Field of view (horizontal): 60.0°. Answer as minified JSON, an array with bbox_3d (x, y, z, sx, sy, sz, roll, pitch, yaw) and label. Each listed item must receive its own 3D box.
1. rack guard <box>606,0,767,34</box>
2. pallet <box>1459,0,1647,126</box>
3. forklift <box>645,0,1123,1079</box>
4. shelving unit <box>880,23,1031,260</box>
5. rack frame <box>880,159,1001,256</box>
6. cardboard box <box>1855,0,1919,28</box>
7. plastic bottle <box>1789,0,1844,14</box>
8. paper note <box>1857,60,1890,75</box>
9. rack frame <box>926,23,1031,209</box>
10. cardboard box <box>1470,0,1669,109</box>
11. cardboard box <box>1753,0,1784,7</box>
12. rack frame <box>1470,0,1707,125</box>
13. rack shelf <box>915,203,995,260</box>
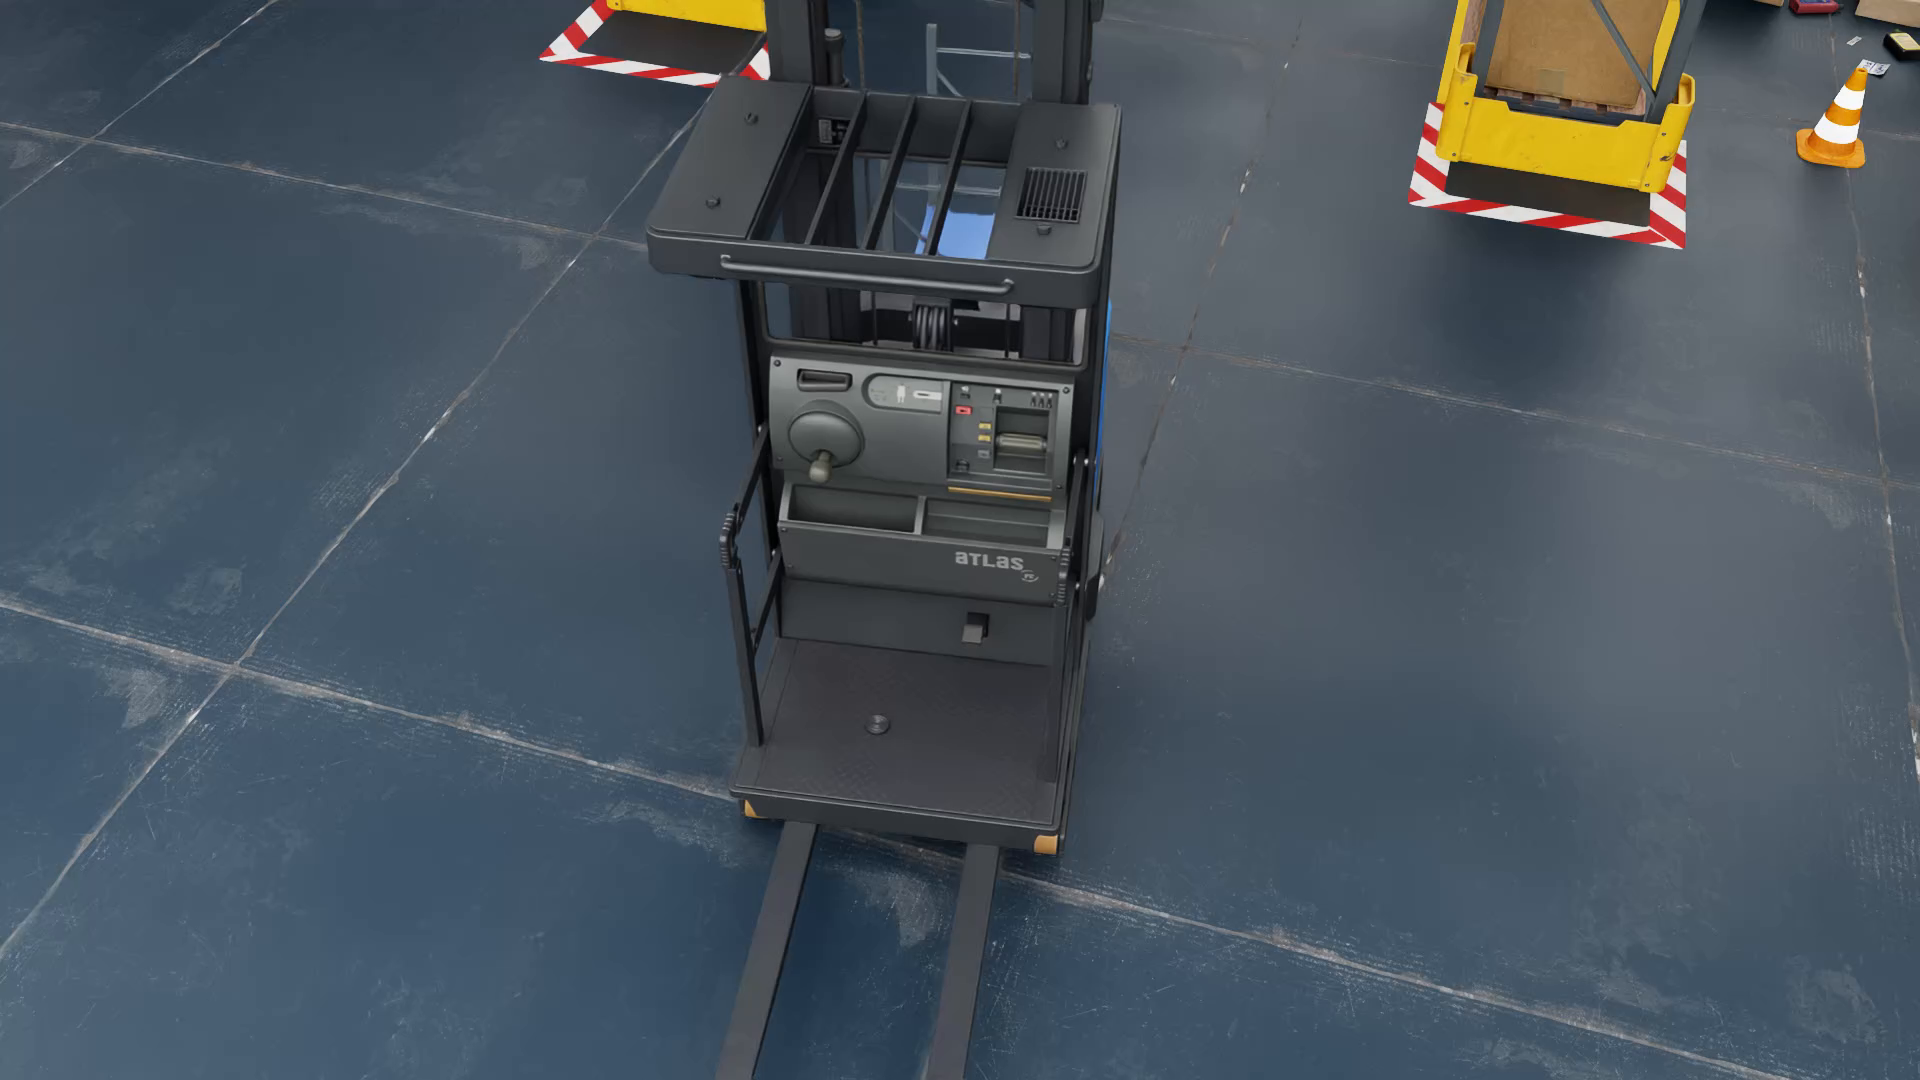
[{"bbox_3d":[-1.543,-3.380,9.847,1.175,0.500,0.348,13,46,13],"label":"rack guard"},{"bbox_3d":[3.298,-2.658,9.315,1.003,0.211,1.213,13,46,13],"label":"pallet"},{"bbox_3d":[7.895,-4.167,8.912,15.389,2.935,16.483,6,45,6],"label":"forklift"},{"bbox_3d":[0.037,-1.173,6.877,0.538,1.500,1.048,6,45,6],"label":"shelving unit"},{"bbox_3d":[-0.039,-0.822,6.517,0.500,1.500,0.032,6,45,6],"label":"rack frame"},{"bbox_3d":[5.577,-3.258,9.890,0.396,0.266,0.258,20,48,19],"label":"cardboard box"},{"bbox_3d":[5.153,-3.219,9.996,0.283,0.061,0.133,-2,44,-2],"label":"plastic bottle"},{"bbox_3d":[5.211,-2.701,9.490,0.144,0.017,0.142,28,51,26],"label":"paper note"},{"bbox_3d":[0.112,-1.525,7.236,0.500,1.500,0.032,6,45,6],"label":"rack frame"},{"bbox_3d":[3.273,-2.962,8.851,0.875,0.875,0.875,13,46,13],"label":"cardboard box"},{"bbox_3d":[4.850,-3.627,10.097,0.500,0.500,0.500,20,48,19],"label":"cardboard box"},{"bbox_3d":[3.131,-3.105,7.778,1.000,3.000,0.127,13,46,13],"label":"rack frame"},{"bbox_3d":[0.037,-1.045,7.002,0.538,0.185,1.000,6,45,6],"label":"rack shelf"}]
